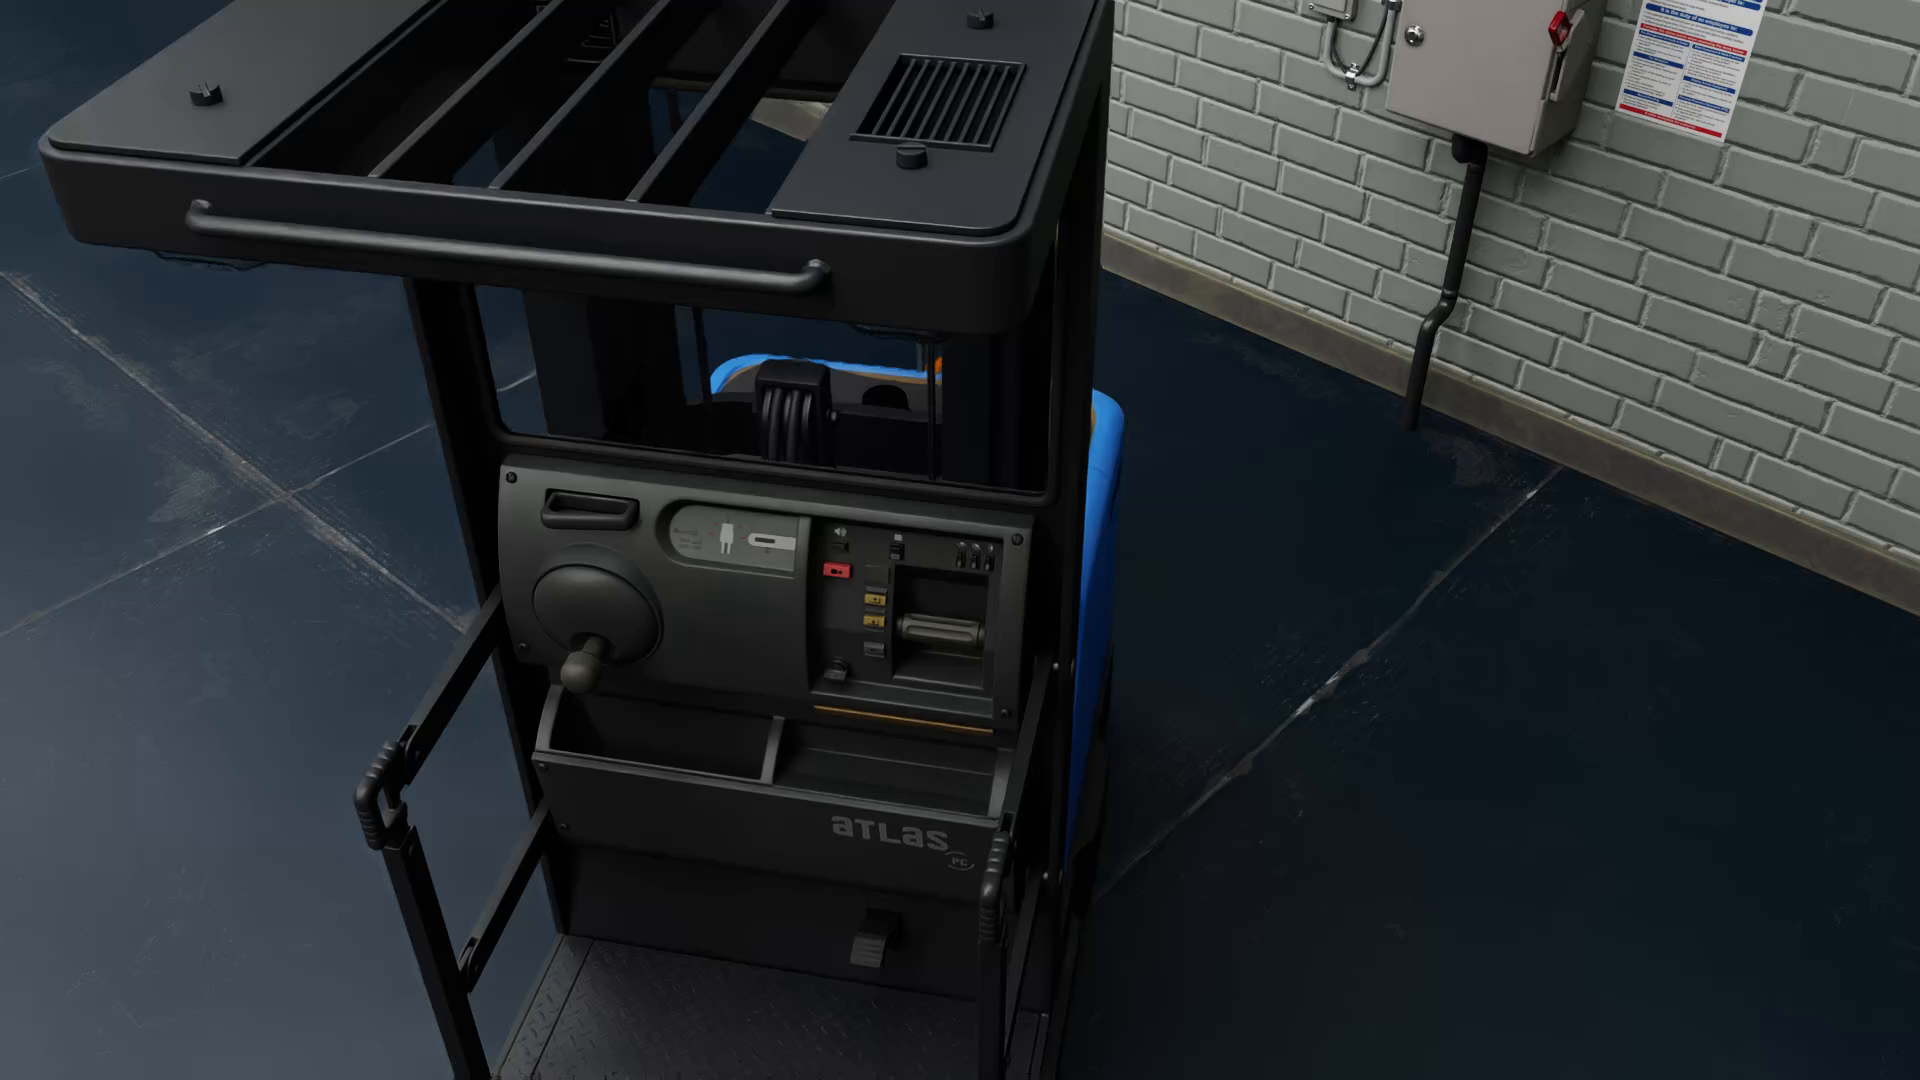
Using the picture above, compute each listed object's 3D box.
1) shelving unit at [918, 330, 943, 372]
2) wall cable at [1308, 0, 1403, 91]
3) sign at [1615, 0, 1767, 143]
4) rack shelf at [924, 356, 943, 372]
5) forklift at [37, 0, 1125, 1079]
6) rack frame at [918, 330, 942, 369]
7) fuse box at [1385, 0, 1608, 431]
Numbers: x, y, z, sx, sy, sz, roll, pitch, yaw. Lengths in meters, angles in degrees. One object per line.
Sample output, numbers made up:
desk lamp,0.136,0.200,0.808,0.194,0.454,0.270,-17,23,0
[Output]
shelving unit,0.036,-0.436,4.954,0.215,1.050,0.252,30,47,32
wall cable,1.151,-2.299,4.915,0.588,1.984,0.122,30,47,32
sign,2.053,-1.393,4.668,0.329,0.494,0.001,30,47,32
rack shelf,0.036,-0.427,4.961,0.215,0.259,0.240,30,47,32
forklift,-0.383,0.173,2.677,1.130,2.935,3.031,7,39,9
rack frame,-0.046,-0.379,4.884,0.200,1.050,0.008,30,47,32
fuse box,1.549,-1.038,5.181,0.539,1.711,0.414,30,47,32
